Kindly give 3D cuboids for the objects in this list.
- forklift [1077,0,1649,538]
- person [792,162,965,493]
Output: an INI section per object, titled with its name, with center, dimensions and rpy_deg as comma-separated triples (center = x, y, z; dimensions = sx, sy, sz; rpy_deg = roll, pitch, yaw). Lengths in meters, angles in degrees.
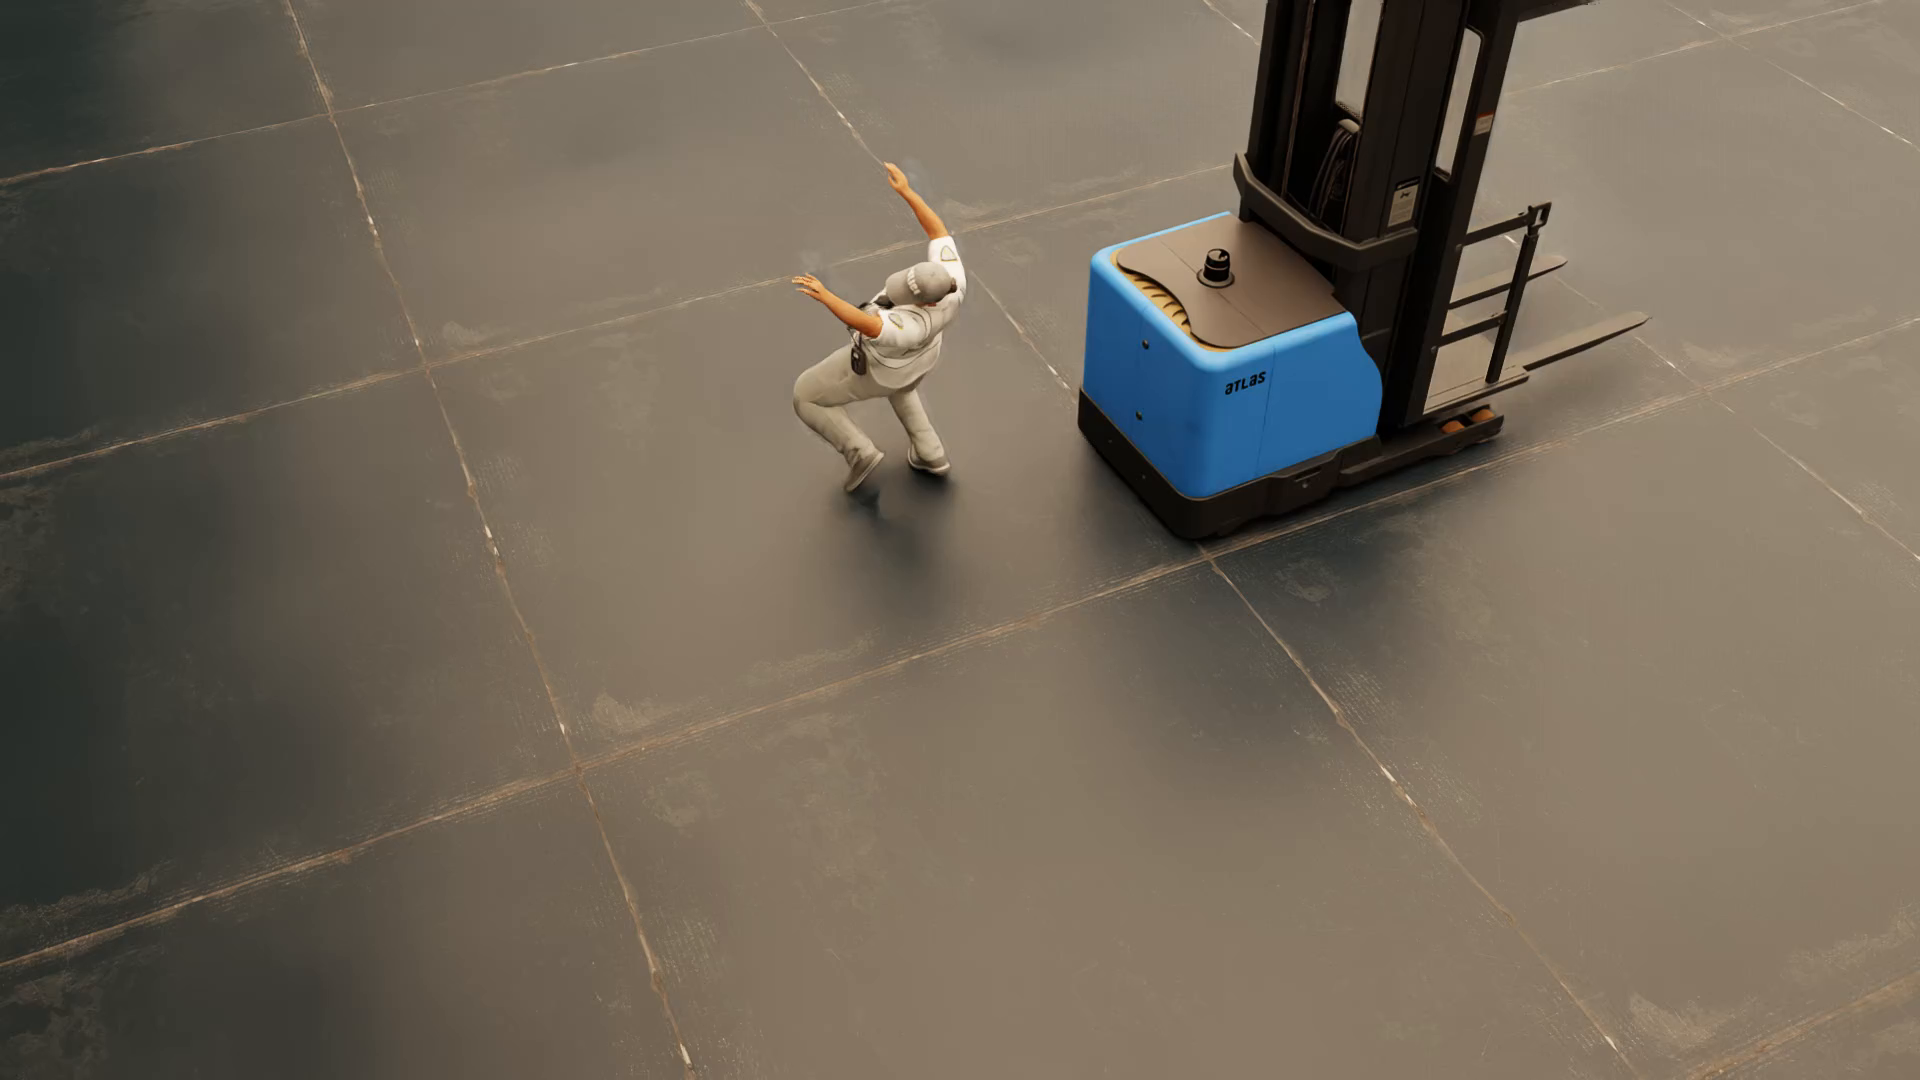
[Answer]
[forklift]
center = 2.136, -1.798, 7.607
dimensions = 3.031, 2.935, 1.130
rpy_deg = -20, 47, -20
[person]
center = -0.401, -0.830, 7.594
dimensions = 0.753, 1.579, 0.964
rpy_deg = 32, 52, 29
